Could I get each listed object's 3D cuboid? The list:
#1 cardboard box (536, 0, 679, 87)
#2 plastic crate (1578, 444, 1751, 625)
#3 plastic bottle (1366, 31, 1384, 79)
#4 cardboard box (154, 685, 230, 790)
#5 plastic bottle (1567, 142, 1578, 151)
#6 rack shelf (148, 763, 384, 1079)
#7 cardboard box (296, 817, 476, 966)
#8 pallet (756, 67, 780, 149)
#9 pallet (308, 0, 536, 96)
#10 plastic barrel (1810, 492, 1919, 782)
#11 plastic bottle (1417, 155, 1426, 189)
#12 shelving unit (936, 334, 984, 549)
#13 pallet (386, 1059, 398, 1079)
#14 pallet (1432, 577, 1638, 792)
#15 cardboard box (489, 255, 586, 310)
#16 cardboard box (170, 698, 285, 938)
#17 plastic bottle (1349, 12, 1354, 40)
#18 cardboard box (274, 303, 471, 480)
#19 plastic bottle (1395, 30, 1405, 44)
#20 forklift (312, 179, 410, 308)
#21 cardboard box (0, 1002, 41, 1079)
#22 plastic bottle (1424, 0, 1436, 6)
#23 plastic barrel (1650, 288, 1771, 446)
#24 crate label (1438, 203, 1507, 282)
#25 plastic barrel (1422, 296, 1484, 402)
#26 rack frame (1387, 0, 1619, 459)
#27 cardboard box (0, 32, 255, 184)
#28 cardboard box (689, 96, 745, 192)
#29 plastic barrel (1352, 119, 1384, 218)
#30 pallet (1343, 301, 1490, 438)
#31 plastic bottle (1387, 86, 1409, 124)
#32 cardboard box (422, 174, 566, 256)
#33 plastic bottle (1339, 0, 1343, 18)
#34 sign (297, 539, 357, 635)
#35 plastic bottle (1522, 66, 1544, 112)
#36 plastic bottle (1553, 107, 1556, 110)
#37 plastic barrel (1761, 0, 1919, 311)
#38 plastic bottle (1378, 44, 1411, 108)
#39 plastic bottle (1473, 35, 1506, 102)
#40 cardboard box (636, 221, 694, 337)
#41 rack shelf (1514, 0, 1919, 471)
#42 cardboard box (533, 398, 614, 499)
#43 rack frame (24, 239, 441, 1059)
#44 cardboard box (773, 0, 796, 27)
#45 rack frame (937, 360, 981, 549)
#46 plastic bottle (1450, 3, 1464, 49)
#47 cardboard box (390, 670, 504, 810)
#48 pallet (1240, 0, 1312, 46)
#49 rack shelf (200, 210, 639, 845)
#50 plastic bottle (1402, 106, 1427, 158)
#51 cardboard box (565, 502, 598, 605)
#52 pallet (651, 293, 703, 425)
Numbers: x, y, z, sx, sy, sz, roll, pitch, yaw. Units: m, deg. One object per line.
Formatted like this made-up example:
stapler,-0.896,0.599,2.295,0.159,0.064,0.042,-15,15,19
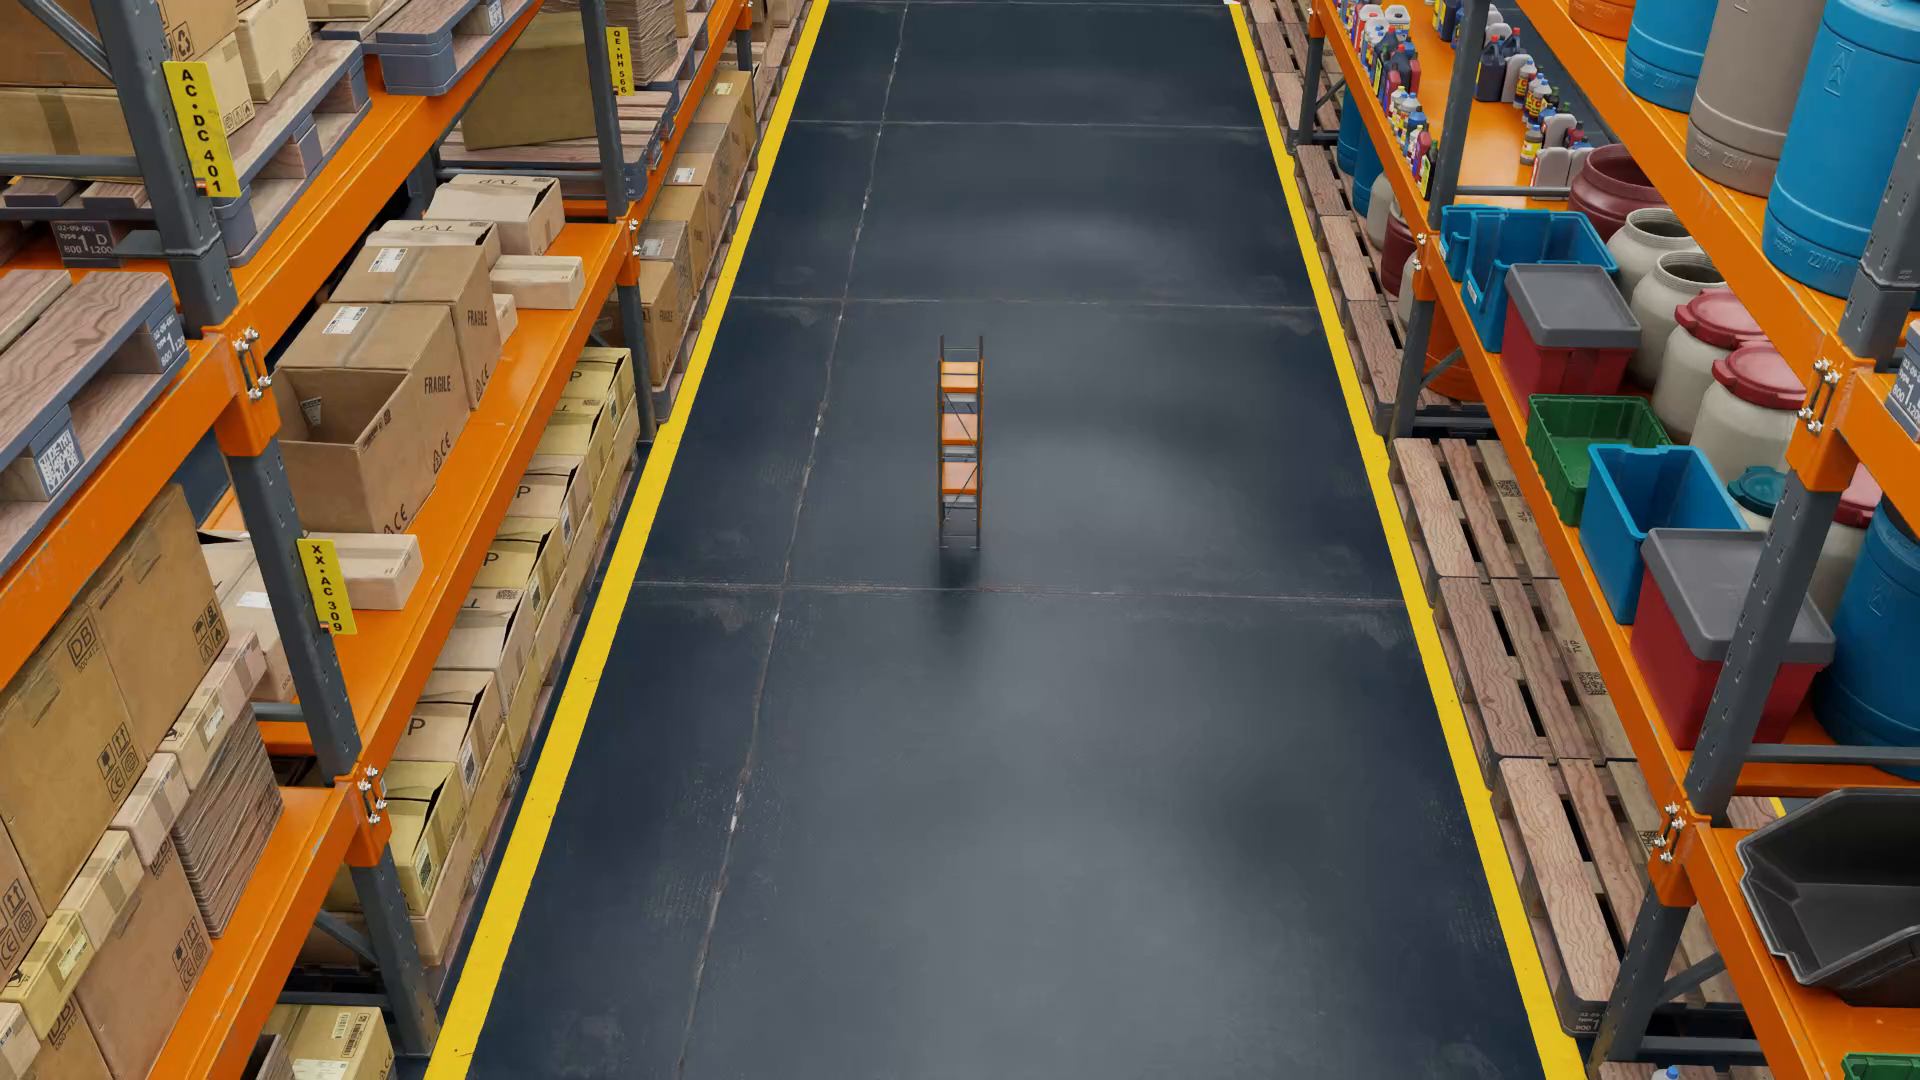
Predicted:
cardboard box,-2.015,-2.889,9.300,0.700,0.500,0.500,8,36,11
plastic crate,2.367,-0.010,5.670,0.392,0.384,0.575,1,35,2
plastic bottle,2.473,-2.875,9.844,0.097,0.271,0.097,0,35,0
cardboard box,-2.125,0.504,4.273,0.380,0.149,0.250,1,35,1
plastic bottle,3.170,-1.956,8.597,0.097,0.201,0.097,0,35,0
rack shelf,-2.396,1.951,3.491,1.077,0.370,4.000,1,35,2
cardboard box,-2.052,1.235,5.911,0.500,0.250,0.500,1,35,1
pallet,-1.966,-3.342,12.822,1.003,0.211,1.213,1,35,2
pallet,-2.135,-1.906,5.909,1.003,0.211,1.213,3,35,4
plastic barrel,2.952,0.204,4.915,0.600,0.901,0.708,1,35,2
plastic bottle,2.407,-1.901,8.519,0.097,0.201,0.097,0,35,0
shelving unit,0.002,-0.460,7.992,0.215,1.050,0.252,1,35,2
pallet,-2.390,2.104,5.072,1.003,0.211,1.213,1,35,2
pallet,2.672,0.610,7.198,1.003,0.211,1.213,1,35,2
cardboard box,-1.915,-1.165,7.517,0.380,0.149,0.250,1,35,2
cardboard box,-2.327,0.722,4.527,0.700,0.500,0.500,0,35,1
plastic bottle,2.501,-3.246,10.432,0.097,0.201,0.097,0,35,0
cardboard box,-2.227,-0.565,6.358,0.500,0.500,0.500,1,35,2
plastic bottle,2.634,-2.976,10.049,0.097,0.201,0.097,0,35,0
forklift,-4.392,-2.806,9.694,1.130,2.935,3.031,1,35,1
cardboard box,-2.165,1.092,3.437,0.380,0.149,0.250,2,35,3
plastic bottle,3.136,-3.649,11.006,0.097,0.201,0.097,0,35,0
plastic barrel,2.938,-0.646,6.443,0.433,0.535,0.433,0,35,0
crate label,2.403,-1.372,7.739,0.303,0.233,0.416,1,35,2
plastic barrel,2.797,-1.239,8.927,0.600,0.830,0.708,1,35,2
rack frame,2.794,-1.674,8.023,1.000,3.000,0.127,1,35,2
cardboard box,-2.282,-1.184,4.482,0.500,0.250,0.500,5,35,7
cardboard box,-1.756,-2.672,11.235,0.500,0.500,0.500,1,35,2
plastic barrel,2.887,-2.567,10.753,0.600,0.901,0.708,1,35,2
pallet,2.784,-0.987,9.471,1.003,0.211,1.213,1,35,2
plastic bottle,2.443,-2.425,9.265,0.097,0.201,0.097,0,35,0
cardboard box,-2.213,-1.546,7.919,0.500,0.311,0.500,3,35,5
plastic bottle,2.518,-3.519,10.761,0.097,0.271,0.097,0,35,0
sign,-1.761,0.133,4.630,0.100,0.325,0.005,1,35,2
plastic bottle,3.226,-2.530,9.343,0.061,0.283,0.133,1,35,2
plastic bottle,3.190,-2.242,9.005,0.097,0.201,0.097,0,35,0
plastic barrel,2.437,-1.105,4.170,0.600,0.901,0.708,1,35,2
plastic bottle,2.478,-2.643,9.445,0.144,0.351,0.185,1,35,2
plastic bottle,3.043,-2.710,9.540,0.144,0.351,0.185,1,35,2
cardboard box,-1.836,-1.504,9.572,0.500,0.500,0.500,0,35,0
rack shelf,2.714,-1.458,5.733,1.077,0.370,4.000,1,35,2
cardboard box,-1.945,-0.462,7.836,0.500,0.311,0.500,1,35,1
rack frame,-2.316,0.508,4.919,1.000,3.000,0.127,1,35,2
cardboard box,-1.678,-4.579,14.165,0.500,0.250,0.500,1,35,2
rack frame,-0.003,-0.390,7.892,0.200,1.050,0.008,1,35,2
plastic bottle,3.101,-3.178,10.275,0.097,0.271,0.097,0,35,0
cardboard box,-2.025,0.712,6.166,0.500,0.311,0.500,1,35,1
pallet,3.043,-4.657,14.692,1.003,0.211,1.213,1,35,2
rack shelf,-2.236,-0.347,6.761,1.077,0.370,4.000,1,35,2
plastic bottle,2.424,-2.174,8.847,0.097,0.271,0.097,0,35,0
cardboard box,-1.973,0.056,7.588,0.500,0.250,0.500,2,35,3
pallet,-2.087,-1.078,9.600,1.003,0.211,1.213,1,35,2
